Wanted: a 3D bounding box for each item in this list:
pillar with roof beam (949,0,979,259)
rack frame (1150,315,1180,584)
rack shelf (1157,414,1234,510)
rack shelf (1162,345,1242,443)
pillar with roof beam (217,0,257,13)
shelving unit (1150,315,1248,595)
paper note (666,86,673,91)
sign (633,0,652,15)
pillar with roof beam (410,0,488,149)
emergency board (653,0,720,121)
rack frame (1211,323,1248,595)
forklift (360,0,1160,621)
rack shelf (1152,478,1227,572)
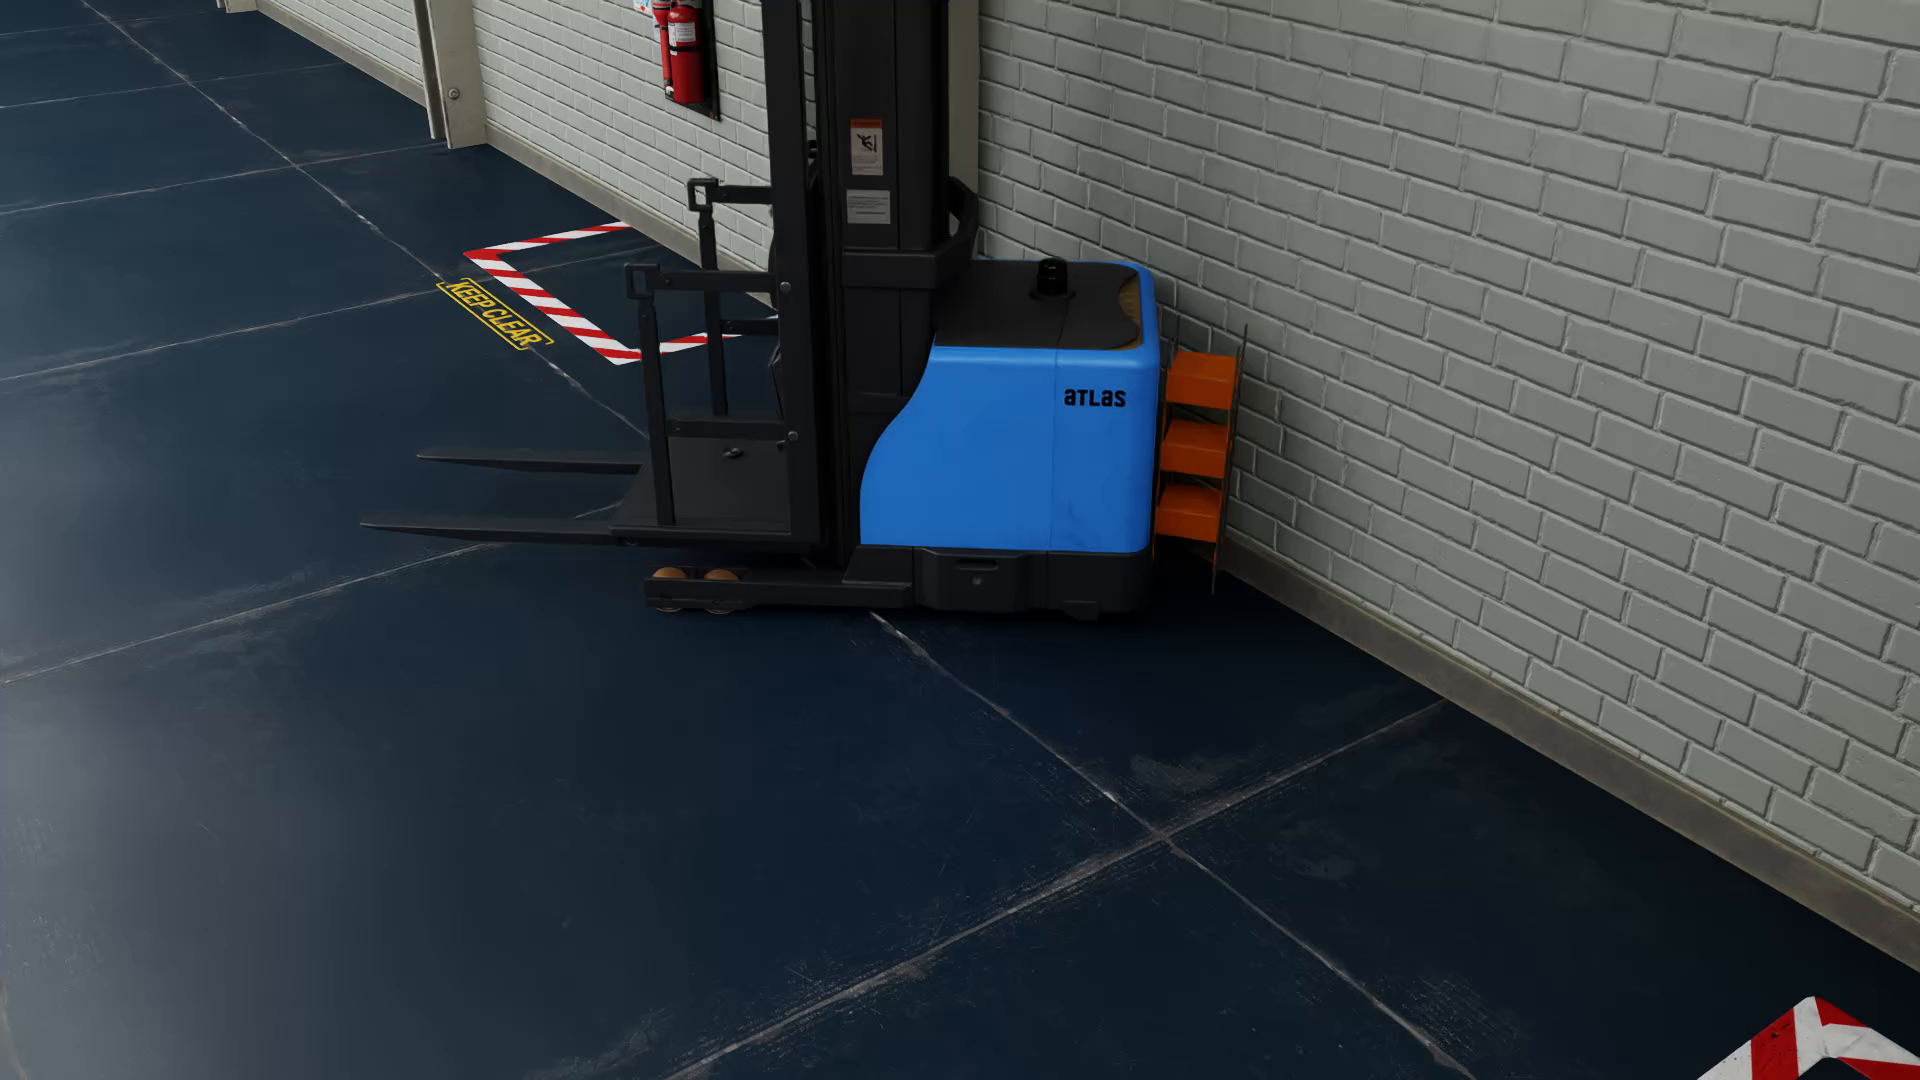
[{"bbox_3d":[-3.663,-3.349,3.488,9.100,9.000,0.400,-19,34,-31],"label":"pillar with roof beam"},{"bbox_3d":[0.761,-0.320,6.212,0.008,1.050,0.200,9,34,13],"label":"rack frame"},{"bbox_3d":[0.878,-0.292,6.189,0.240,0.259,0.215,9,34,13],"label":"rack shelf"},{"bbox_3d":[0.880,-0.531,6.036,0.240,0.259,0.215,9,34,13],"label":"rack shelf"},{"bbox_3d":[-10.624,-8.014,12.077,9.100,9.000,0.400,-19,34,-31],"label":"pillar with roof beam"},{"bbox_3d":[0.878,-0.301,6.183,0.252,1.050,0.215,9,34,13],"label":"shelving unit"},{"bbox_3d":[-1.605,-2.577,9.274,0.016,0.148,0.142,-19,34,-31],"label":"paper note"},{"bbox_3d":[-1.795,-3.135,9.342,0.001,0.329,0.234,-19,34,-31],"label":"sign"},{"bbox_3d":[-7.143,-5.682,7.783,9.100,9.000,0.400,-19,34,-31],"label":"pillar with roof beam"},{"bbox_3d":[-1.558,-2.876,8.902,0.194,1.169,0.643,-19,34,-31],"label":"emergency board"},{"bbox_3d":[0.995,-0.282,6.155,0.008,1.050,0.200,9,34,13],"label":"rack frame"},{"bbox_3d":[-0.776,-1.258,5.995,3.031,2.935,1.130,2,29,4],"label":"forklift"},{"bbox_3d":[0.876,-0.058,6.339,0.240,0.259,0.215,9,34,13],"label":"rack shelf"}]
